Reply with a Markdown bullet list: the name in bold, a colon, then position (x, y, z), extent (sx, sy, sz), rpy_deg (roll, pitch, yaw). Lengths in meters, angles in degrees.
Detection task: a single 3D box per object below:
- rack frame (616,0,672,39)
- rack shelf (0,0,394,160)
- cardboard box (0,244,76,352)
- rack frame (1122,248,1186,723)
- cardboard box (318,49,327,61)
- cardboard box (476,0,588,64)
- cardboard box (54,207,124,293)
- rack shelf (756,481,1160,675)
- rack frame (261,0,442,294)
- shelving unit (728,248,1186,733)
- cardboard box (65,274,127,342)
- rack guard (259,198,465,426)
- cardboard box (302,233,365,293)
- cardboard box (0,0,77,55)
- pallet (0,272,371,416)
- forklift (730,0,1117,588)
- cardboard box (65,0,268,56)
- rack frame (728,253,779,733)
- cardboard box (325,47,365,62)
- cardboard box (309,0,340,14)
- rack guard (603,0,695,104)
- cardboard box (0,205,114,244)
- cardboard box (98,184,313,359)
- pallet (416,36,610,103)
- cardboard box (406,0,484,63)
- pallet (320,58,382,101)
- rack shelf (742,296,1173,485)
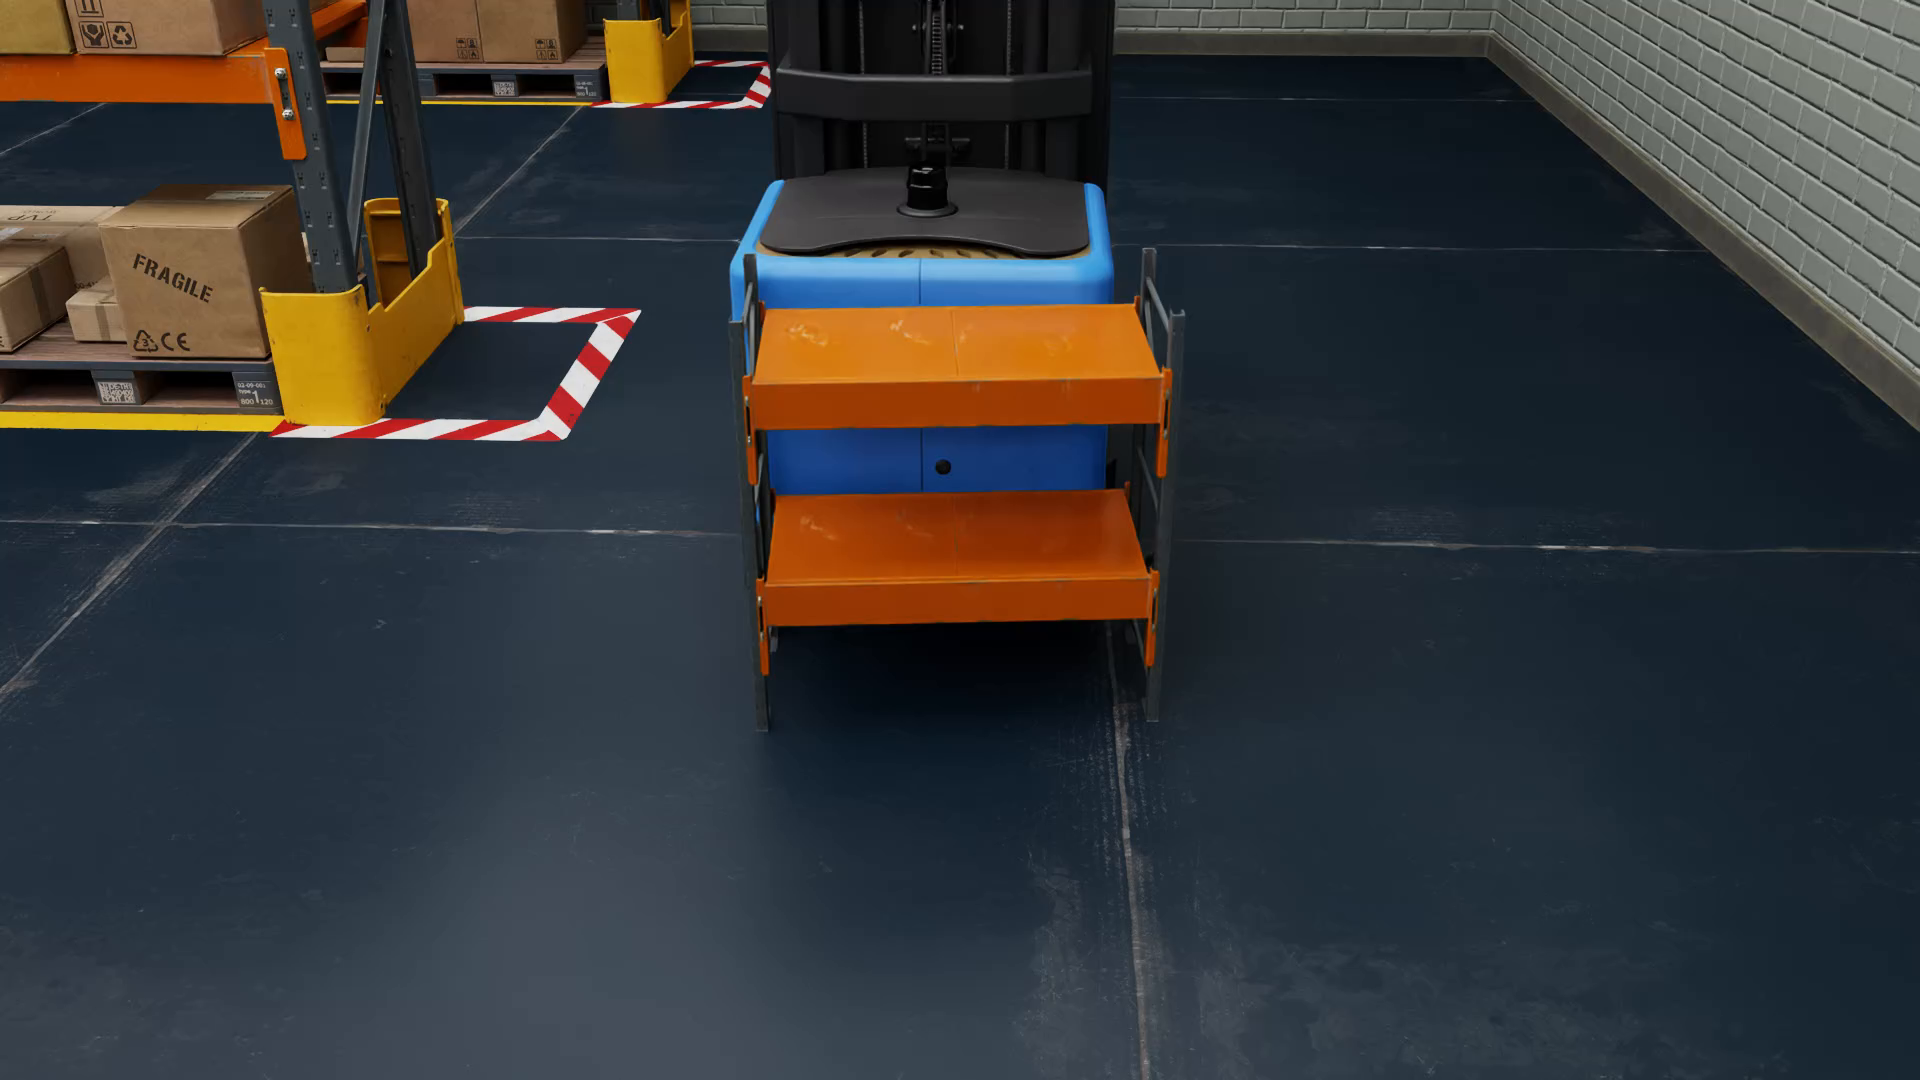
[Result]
- **rack frame**: position (-2.029, -4.330, 10.216), extent (0.127, 3.000, 1.000), rpy_deg (1, 28, 2)
- **rack shelf**: position (-4.199, -1.727, 6.073), extent (4.000, 0.370, 1.077), rpy_deg (1, 28, 2)
- **cardboard box**: position (-3.700, -0.915, 6.239), extent (0.500, 0.250, 0.500), rpy_deg (1, 28, 2)
- **rack frame**: position (0.493, -0.135, 4.304), extent (0.032, 1.125, 0.500), rpy_deg (-1, 28, -2)
- **cardboard box**: position (-4.268, -3.398, 10.678), extent (0.500, 0.500, 0.700), rpy_deg (2, 28, 3)
- **cardboard box**: position (-2.732, -3.376, 10.637), extent (0.500, 0.500, 0.700), rpy_deg (1, 28, 2)
- **cardboard box**: position (-3.233, -1.141, 6.666), extent (0.500, 0.250, 0.500), rpy_deg (1, 28, 2)
- **rack shelf**: position (-0.014, 0.091, 4.399), extent (1.000, 0.278, 0.538), rpy_deg (-1, 28, -2)
- **rack frame**: position (-2.200, -2.012, 5.842), extent (0.127, 3.000, 1.000), rpy_deg (1, 28, 2)
- **shelving unit**: position (-0.014, -0.125, 4.285), extent (1.048, 1.125, 0.538), rpy_deg (-1, 28, -2)
- **cardboard box**: position (-3.153, -0.897, 6.294), extent (0.250, 0.166, 0.380), rpy_deg (1, 28, 2)
- **rack guard**: position (-2.276, -0.908, 6.430), extent (0.348, 0.500, 1.175), rpy_deg (1, 28, 2)
- **cardboard box**: position (-2.606, -1.114, 6.723), extent (0.250, 0.149, 0.380), rpy_deg (1, 28, 2)
- **cardboard box**: position (-3.176, -1.943, 5.605), extent (0.500, 0.500, 0.500), rpy_deg (1, 28, 2)
- **pallet**: position (-3.072, -0.793, 6.522), extent (1.213, 0.211, 1.003), rpy_deg (1, 28, 2)
- **forklift**: position (-0.051, -1.759, 5.438), extent (1.130, 2.935, 3.031), rpy_deg (1, 28, 2)
- **cardboard box**: position (-2.657, -1.936, 5.592), extent (0.500, 0.500, 0.500), rpy_deg (2, 28, 3)
- **rack frame**: position (-0.522, -0.115, 4.266), extent (0.032, 1.125, 0.500), rpy_deg (-1, 28, -2)
- **cardboard box**: position (-3.734, -3.392, 10.668), extent (0.500, 0.500, 0.700), rpy_deg (0, 28, 0)
- **cardboard box**: position (-2.634, -2.187, 6.065), extent (0.500, 0.500, 0.500), rpy_deg (2, 28, 3)
- **rack guard**: position (-2.005, -3.226, 10.801), extent (0.348, 0.500, 1.175), rpy_deg (1, 28, 2)
- **cardboard box**: position (-3.733, -1.149, 6.682), extent (0.500, 0.250, 0.500), rpy_deg (1, 28, 2)
- **cardboard box**: position (-2.752, -0.995, 6.124), extent (0.500, 0.500, 0.500), rpy_deg (1, 28, 2)
- **pallet**: position (-2.831, -3.075, 10.825), extent (1.213, 0.211, 1.003), rpy_deg (1, 28, 2)
- **cardboard box**: position (-3.232, -3.384, 10.652), extent (0.500, 0.500, 0.700), rpy_deg (1, 28, 2)
- **pallet**: position (-4.047, -3.096, 10.866), extent (1.213, 0.211, 1.003), rpy_deg (1, 28, 2)
- **rack shelf**: position (-0.014, -0.383, 4.147), extent (1.000, 0.278, 0.538), rpy_deg (-1, 28, -2)
